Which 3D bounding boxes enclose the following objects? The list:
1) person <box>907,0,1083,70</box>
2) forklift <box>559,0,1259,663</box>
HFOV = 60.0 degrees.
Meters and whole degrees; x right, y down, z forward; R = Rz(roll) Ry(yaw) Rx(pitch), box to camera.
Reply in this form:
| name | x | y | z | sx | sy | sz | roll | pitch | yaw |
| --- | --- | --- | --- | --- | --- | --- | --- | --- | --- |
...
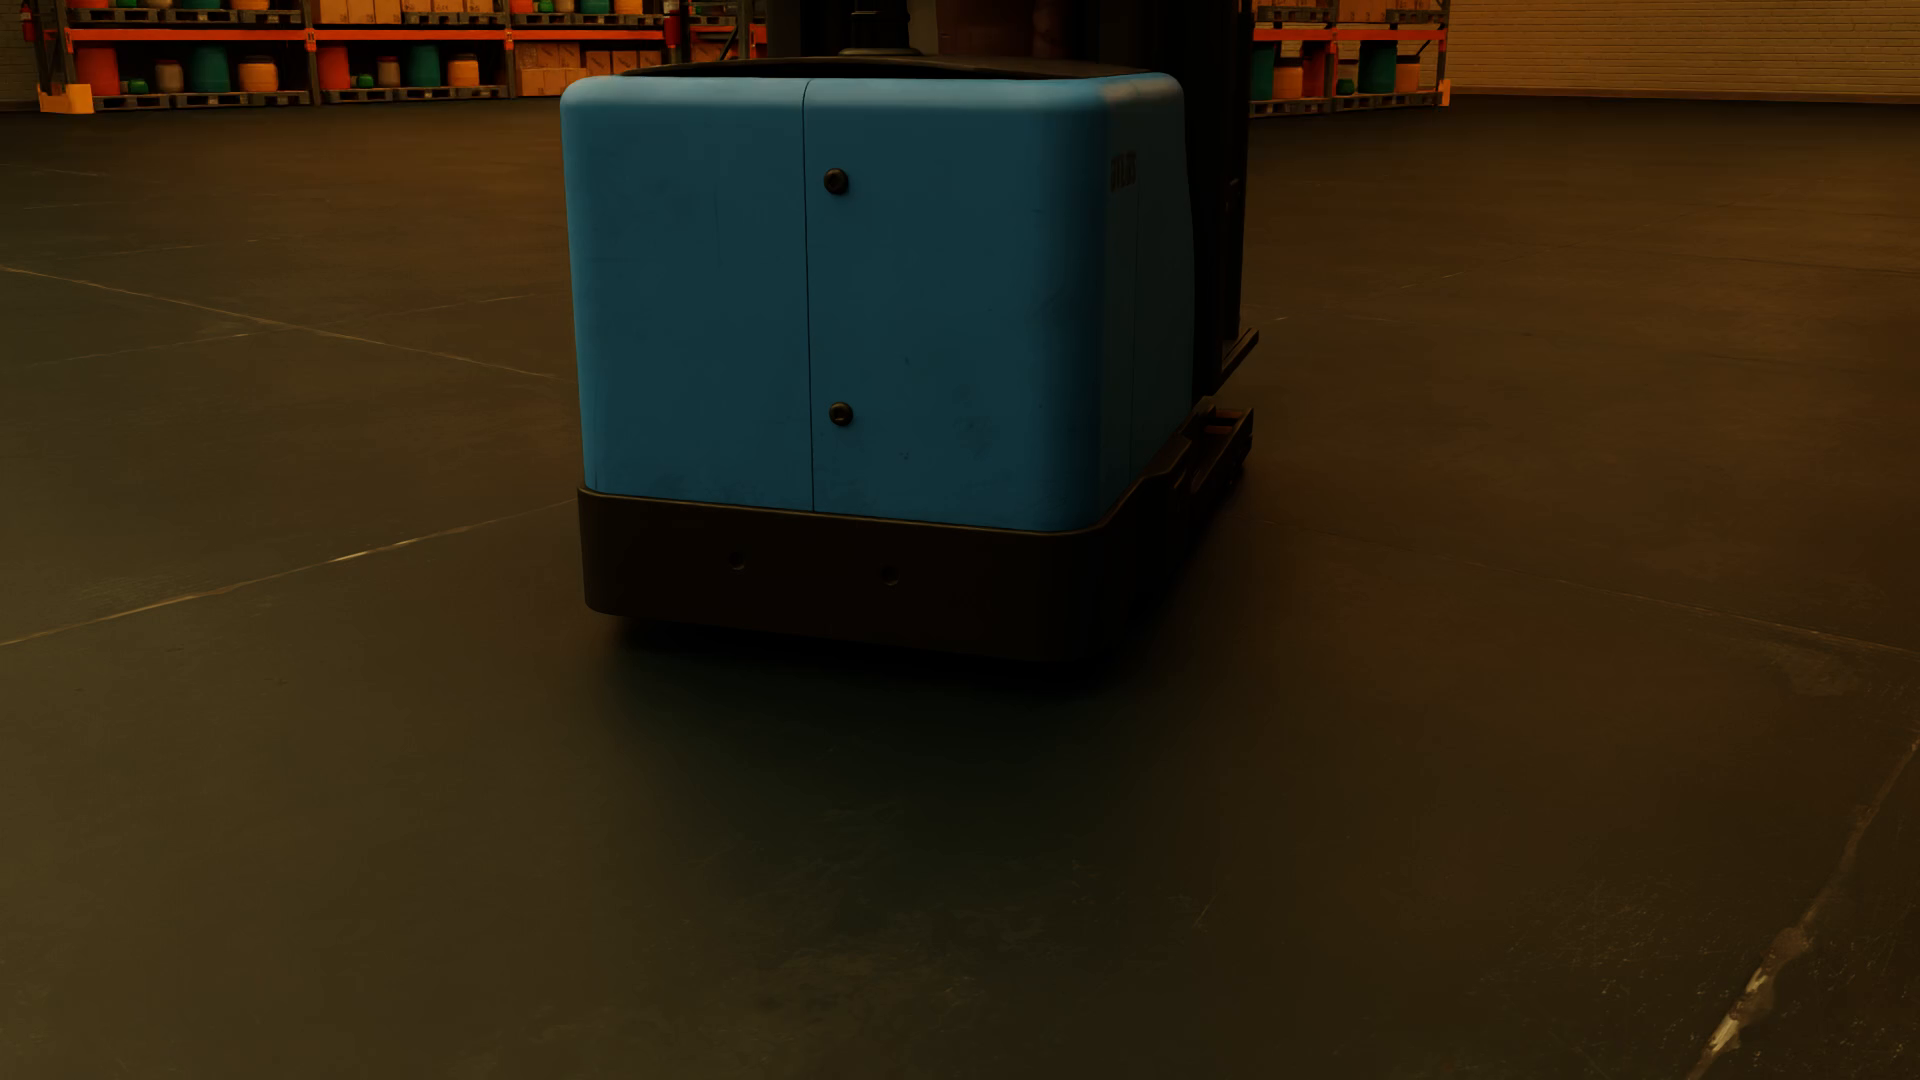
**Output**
| name | x | y | z | sx | sy | sz | roll | pitch | yaw |
| --- | --- | --- | --- | --- | --- | --- | --- | --- | --- |
| person | -0.001 | -1.045 | 3.625 | 0.564 | 1.705 | 0.324 | 13 | 21 | 37 |
| forklift | 0.182 | -1.571 | 4.072 | 1.130 | 2.935 | 3.031 | 5 | 18 | 17 |
